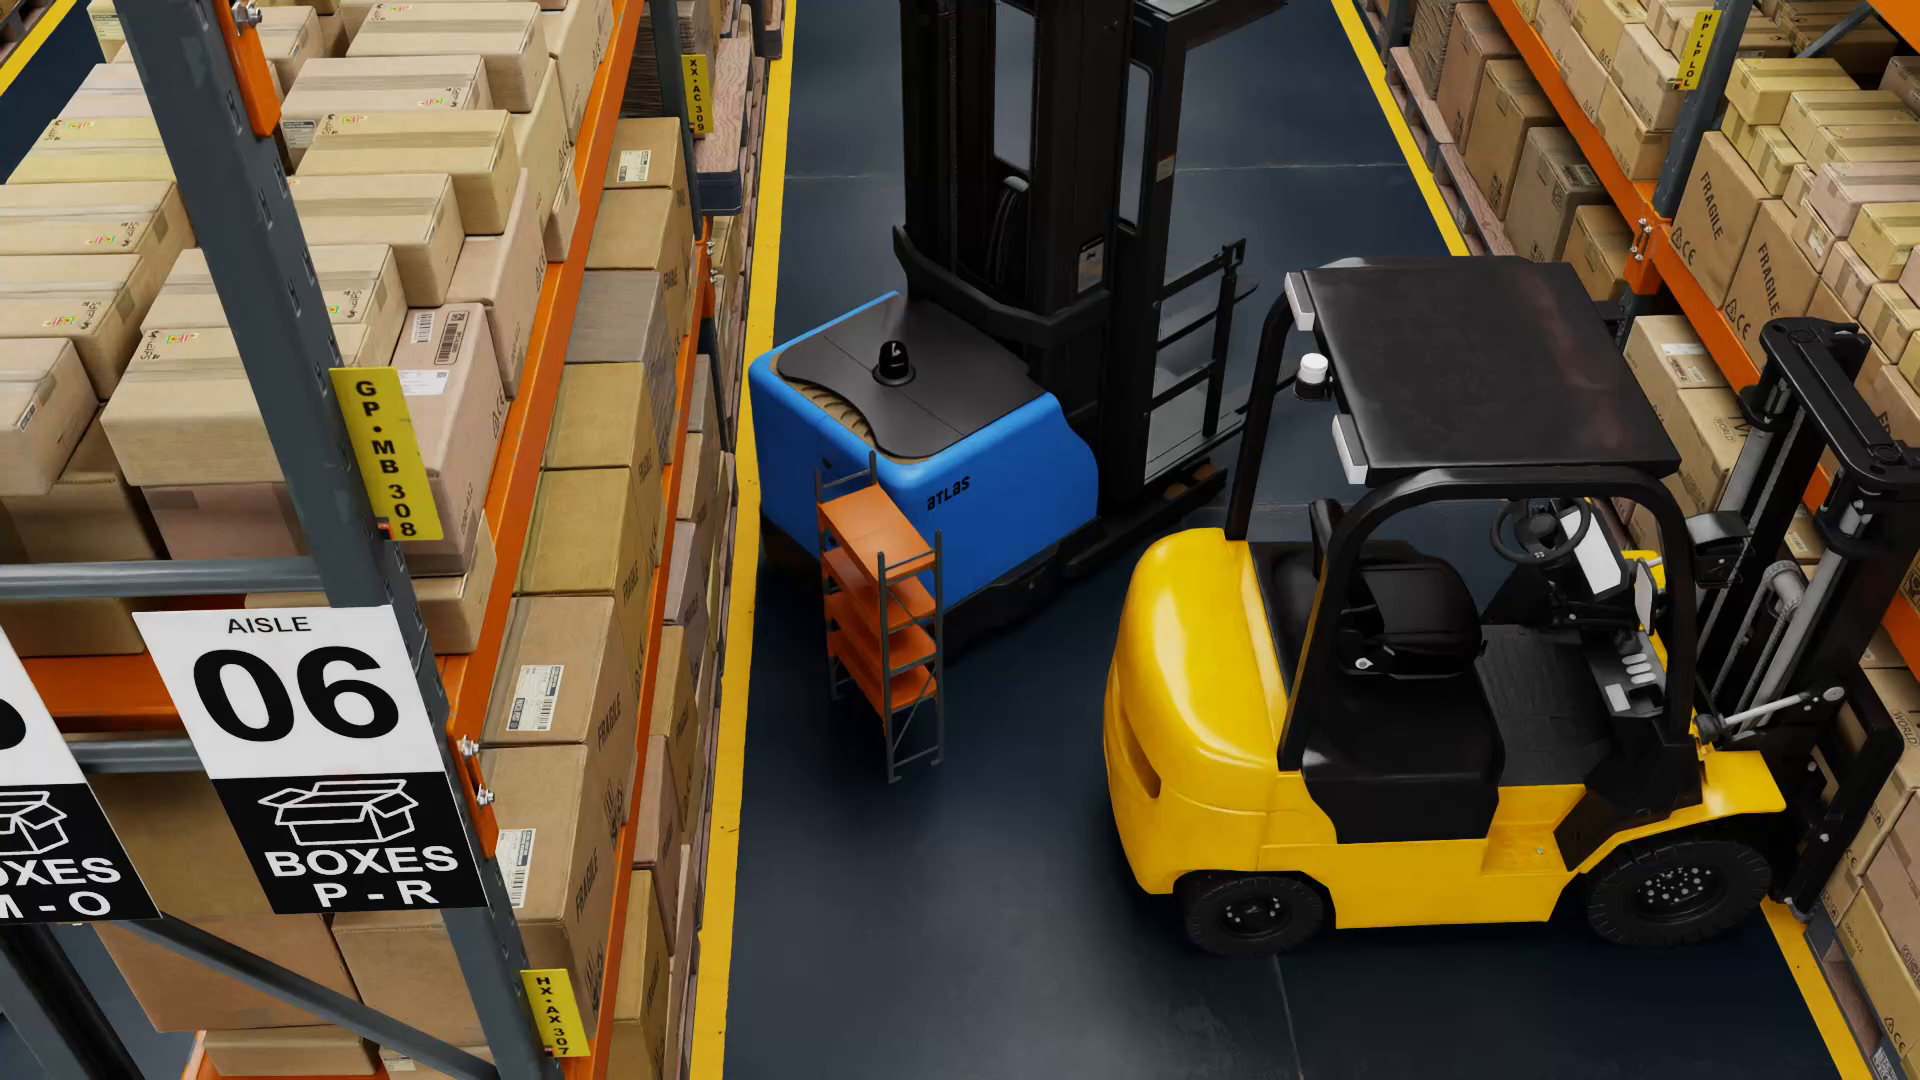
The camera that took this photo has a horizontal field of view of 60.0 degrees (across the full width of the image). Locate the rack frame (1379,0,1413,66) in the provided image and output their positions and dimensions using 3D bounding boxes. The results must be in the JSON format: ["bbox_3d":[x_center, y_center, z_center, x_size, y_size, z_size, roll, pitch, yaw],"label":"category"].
[{"bbox_3d":[3.234,-4.223,9.787,1.000,3.000,0.127,-2,43,-2],"label":"rack frame"}]

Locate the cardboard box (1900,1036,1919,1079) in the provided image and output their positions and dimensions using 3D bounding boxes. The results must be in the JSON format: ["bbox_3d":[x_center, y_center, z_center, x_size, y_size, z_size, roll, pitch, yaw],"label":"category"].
[{"bbox_3d":[3.238,1.728,5.018,0.500,0.250,0.500,-1,43,-1],"label":"cardboard box"}]

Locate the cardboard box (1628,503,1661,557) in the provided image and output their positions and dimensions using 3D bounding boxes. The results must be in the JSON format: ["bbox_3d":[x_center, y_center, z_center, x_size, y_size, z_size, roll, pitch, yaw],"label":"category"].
[{"bbox_3d":[3.130,0.014,6.888,0.500,0.250,0.500,-3,43,-3],"label":"cardboard box"}]

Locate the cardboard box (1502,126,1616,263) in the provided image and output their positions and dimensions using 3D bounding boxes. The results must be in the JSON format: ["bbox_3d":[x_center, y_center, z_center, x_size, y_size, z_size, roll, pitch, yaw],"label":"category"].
[{"bbox_3d":[3.345,-1.678,8.457,0.875,0.625,0.625,-2,43,-2],"label":"cardboard box"}]

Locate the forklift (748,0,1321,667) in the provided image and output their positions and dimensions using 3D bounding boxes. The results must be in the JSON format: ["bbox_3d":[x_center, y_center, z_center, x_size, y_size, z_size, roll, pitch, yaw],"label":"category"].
[{"bbox_3d":[0.580,-1.413,6.772,3.031,2.935,1.130,-31,51,-29],"label":"forklift"}]

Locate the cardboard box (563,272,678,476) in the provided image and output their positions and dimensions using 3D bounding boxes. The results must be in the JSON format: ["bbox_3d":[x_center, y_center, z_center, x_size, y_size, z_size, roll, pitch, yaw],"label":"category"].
[{"bbox_3d":[-1.233,-0.534,5.468,0.500,0.500,0.500,-1,43,-1],"label":"cardboard box"}]

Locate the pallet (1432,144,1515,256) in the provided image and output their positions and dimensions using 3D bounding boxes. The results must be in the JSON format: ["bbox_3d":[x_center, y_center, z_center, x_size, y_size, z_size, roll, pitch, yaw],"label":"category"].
[{"bbox_3d":[3.279,-1.817,9.225,1.003,0.211,1.213,-2,43,-2],"label":"pallet"}]

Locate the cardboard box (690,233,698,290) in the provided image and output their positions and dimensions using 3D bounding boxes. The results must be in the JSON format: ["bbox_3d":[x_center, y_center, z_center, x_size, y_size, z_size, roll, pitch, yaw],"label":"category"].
[{"bbox_3d":[-1.237,-1.077,6.541,0.380,0.149,0.250,-2,43,-2],"label":"cardboard box"}]

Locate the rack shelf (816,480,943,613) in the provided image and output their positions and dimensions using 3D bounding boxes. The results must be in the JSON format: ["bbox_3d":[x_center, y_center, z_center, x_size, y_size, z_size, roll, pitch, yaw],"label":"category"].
[{"bbox_3d":[-0.290,0.016,5.913,0.258,0.148,0.480,-21,46,-21],"label":"rack shelf"}]

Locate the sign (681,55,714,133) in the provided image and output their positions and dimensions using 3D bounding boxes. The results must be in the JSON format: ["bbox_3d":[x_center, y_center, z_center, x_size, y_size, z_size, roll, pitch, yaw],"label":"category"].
[{"bbox_3d":[-1.014,-1.718,6.413,0.100,0.325,0.005,-2,43,-2],"label":"sign"}]

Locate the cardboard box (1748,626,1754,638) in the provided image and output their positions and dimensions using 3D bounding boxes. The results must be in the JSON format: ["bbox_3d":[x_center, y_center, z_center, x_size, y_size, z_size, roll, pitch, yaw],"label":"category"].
[{"bbox_3d":[3.170,0.508,5.980,0.500,0.250,0.500,-2,43,-2],"label":"cardboard box"}]

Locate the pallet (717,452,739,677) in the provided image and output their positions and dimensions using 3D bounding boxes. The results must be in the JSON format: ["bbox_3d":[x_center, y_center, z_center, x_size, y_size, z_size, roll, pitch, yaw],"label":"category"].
[{"bbox_3d":[-1.491,0.103,7.132,1.003,0.211,1.213,-2,43,-2],"label":"pallet"}]

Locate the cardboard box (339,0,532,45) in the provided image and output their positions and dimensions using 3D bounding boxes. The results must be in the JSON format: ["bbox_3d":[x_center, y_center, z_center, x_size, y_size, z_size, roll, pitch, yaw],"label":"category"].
[{"bbox_3d":[-1.230,-1.259,3.929,0.380,0.149,0.250,-1,43,-1],"label":"cardboard box"}]

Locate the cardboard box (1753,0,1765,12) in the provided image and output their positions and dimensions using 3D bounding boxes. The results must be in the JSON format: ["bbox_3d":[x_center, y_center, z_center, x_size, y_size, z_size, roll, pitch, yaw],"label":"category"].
[{"bbox_3d":[3.634,-2.394,7.237,0.380,0.149,0.250,-2,43,-2],"label":"cardboard box"}]

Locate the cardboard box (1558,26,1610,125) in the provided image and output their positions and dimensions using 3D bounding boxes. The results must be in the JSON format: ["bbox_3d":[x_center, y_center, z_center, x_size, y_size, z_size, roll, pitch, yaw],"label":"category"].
[{"bbox_3d":[3.094,-2.139,7.625,0.500,0.250,0.500,-2,43,-2],"label":"cardboard box"}]

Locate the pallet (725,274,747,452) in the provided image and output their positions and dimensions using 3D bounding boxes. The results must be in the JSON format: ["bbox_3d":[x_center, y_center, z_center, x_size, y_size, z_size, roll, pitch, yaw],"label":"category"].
[{"bbox_3d":[-1.590,-0.875,8.199,1.003,0.211,1.213,-2,43,-2],"label":"pallet"}]

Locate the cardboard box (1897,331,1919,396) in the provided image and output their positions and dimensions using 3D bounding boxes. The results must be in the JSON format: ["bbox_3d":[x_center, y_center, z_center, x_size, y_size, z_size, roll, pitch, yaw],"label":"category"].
[{"bbox_3d":[3.200,-0.532,5.206,0.380,0.149,0.250,-2,43,-3],"label":"cardboard box"}]

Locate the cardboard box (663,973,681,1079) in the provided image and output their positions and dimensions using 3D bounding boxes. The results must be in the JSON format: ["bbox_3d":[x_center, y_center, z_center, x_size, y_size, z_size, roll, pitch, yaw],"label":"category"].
[{"bbox_3d":[-1.143,1.629,5.127,0.500,0.250,0.500,-2,43,-2],"label":"cardboard box"}]

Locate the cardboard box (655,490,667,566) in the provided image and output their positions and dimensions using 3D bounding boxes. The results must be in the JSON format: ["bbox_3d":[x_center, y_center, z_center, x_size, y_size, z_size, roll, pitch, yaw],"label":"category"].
[{"bbox_3d":[-1.163,-0.045,5.415,0.380,0.149,0.250,-1,43,-1],"label":"cardboard box"}]

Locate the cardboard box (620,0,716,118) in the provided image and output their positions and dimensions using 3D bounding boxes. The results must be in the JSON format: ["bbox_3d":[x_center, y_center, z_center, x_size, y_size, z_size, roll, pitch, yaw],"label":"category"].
[{"bbox_3d":[-1.289,-2.004,6.761,0.500,0.500,0.500,-1,43,-1],"label":"cardboard box"}]

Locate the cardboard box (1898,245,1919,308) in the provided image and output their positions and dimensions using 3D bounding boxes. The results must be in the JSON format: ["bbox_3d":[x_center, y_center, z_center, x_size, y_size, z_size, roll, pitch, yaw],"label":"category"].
[{"bbox_3d":[3.255,-0.817,5.297,0.380,0.149,0.250,-2,43,-2],"label":"cardboard box"}]

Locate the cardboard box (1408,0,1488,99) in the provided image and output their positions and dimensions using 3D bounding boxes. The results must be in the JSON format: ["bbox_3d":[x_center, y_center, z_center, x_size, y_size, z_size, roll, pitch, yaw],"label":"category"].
[{"bbox_3d":[3.247,-3.081,9.988,0.875,0.625,0.625,0,43,0],"label":"cardboard box"}]

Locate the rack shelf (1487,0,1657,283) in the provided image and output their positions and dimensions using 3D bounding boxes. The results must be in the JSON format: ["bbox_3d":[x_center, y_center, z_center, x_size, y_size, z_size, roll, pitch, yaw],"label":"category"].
[{"bbox_3d":[3.319,-2.608,8.557,1.077,0.370,4.000,-2,43,-2],"label":"rack shelf"}]

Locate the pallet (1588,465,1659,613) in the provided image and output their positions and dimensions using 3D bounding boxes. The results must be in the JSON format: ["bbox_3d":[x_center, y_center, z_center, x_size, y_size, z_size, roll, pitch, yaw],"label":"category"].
[{"bbox_3d":[3.396,0.043,7.196,1.003,0.211,1.213,-2,43,-2],"label":"pallet"}]

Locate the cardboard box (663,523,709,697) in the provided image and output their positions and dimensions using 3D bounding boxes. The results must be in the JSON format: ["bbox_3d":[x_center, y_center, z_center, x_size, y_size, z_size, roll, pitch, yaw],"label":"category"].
[{"bbox_3d":[-1.216,0.284,6.039,0.500,0.500,0.500,0,43,0],"label":"cardboard box"}]

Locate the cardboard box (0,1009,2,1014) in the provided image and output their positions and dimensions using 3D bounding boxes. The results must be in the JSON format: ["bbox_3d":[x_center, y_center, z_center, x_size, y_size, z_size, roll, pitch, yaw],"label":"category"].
[{"bbox_3d":[-3.459,1.547,5.602,0.380,0.149,0.250,19,46,20],"label":"cardboard box"}]

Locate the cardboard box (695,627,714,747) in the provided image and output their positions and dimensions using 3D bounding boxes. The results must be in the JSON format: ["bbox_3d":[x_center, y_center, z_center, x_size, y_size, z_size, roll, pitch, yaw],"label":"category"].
[{"bbox_3d":[-1.212,0.575,6.277,0.500,0.250,0.500,-1,43,-1],"label":"cardboard box"}]

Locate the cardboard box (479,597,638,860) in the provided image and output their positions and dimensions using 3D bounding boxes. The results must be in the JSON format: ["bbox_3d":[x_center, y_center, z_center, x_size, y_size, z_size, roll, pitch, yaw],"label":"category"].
[{"bbox_3d":[-1.154,0.499,4.342,0.500,0.500,0.500,0,43,0],"label":"cardboard box"}]

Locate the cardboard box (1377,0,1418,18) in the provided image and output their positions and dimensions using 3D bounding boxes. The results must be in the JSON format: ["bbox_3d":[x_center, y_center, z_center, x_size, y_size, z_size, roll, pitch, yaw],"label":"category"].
[{"bbox_3d":[3.001,-3.736,10.795,0.500,0.500,0.500,-1,43,-1],"label":"cardboard box"}]

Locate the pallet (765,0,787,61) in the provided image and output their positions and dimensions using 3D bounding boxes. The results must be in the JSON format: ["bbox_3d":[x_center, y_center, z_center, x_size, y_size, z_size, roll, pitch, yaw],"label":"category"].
[{"bbox_3d":[-1.683,-3.585,11.154,1.003,0.211,1.213,-2,43,-2],"label":"pallet"}]

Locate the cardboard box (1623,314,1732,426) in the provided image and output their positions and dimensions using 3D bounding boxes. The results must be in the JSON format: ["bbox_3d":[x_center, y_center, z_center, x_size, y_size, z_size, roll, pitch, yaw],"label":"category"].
[{"bbox_3d":[3.111,-0.697,6.924,0.500,0.250,0.500,-2,43,-2],"label":"cardboard box"}]

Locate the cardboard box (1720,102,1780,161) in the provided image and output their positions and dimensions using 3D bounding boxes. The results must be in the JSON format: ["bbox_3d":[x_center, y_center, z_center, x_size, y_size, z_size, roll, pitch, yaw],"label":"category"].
[{"bbox_3d":[3.155,-1.576,6.345,0.380,0.149,0.250,-2,43,-2],"label":"cardboard box"}]

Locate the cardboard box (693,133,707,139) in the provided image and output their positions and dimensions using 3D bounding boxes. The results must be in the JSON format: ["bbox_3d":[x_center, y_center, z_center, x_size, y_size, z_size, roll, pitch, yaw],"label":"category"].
[{"bbox_3d":[-1.263,-1.822,7.043,0.380,0.149,0.250,-1,43,-1],"label":"cardboard box"}]

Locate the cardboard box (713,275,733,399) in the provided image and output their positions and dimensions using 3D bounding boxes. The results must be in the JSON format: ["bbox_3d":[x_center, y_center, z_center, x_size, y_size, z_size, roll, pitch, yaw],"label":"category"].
[{"bbox_3d":[-1.580,-0.918,7.815,0.950,0.372,0.625,-1,43,-1],"label":"cardboard box"}]

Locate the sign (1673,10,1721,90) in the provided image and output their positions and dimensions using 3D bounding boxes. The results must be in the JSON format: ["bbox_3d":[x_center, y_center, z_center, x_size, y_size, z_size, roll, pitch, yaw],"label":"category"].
[{"bbox_3d":[2.862,-1.898,6.452,0.100,0.325,0.005,-2,43,-2],"label":"sign"}]

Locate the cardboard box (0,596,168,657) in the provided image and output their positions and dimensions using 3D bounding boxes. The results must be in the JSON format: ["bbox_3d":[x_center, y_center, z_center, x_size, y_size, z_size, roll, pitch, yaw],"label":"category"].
[{"bbox_3d":[-1.680,0.077,3.062,0.380,0.149,0.250,-1,43,-2],"label":"cardboard box"}]

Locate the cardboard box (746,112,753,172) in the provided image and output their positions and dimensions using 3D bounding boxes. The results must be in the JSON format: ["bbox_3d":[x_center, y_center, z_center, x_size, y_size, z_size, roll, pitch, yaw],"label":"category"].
[{"bbox_3d":[-1.672,-2.385,9.415,0.950,0.372,0.625,-2,43,-3],"label":"cardboard box"}]

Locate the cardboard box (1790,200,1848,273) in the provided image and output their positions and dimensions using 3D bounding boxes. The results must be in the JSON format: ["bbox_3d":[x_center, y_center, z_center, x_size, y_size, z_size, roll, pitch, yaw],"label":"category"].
[{"bbox_3d":[3.142,-1.057,5.779,0.380,0.149,0.250,-1,43,-1],"label":"cardboard box"}]

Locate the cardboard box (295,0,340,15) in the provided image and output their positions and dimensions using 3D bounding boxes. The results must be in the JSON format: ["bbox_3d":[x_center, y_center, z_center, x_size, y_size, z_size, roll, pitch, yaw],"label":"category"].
[{"bbox_3d":[-1.719,-1.416,4.100,0.380,0.149,0.250,-1,43,-1],"label":"cardboard box"}]

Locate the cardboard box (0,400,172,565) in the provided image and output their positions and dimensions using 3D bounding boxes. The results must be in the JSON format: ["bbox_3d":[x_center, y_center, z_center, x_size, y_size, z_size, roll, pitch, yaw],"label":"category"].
[{"bbox_3d":[-1.676,-0.175,3.042,0.500,0.250,0.500,-2,43,-2],"label":"cardboard box"}]

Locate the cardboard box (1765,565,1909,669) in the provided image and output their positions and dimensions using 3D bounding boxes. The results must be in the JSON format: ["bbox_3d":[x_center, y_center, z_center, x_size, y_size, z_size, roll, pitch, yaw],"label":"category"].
[{"bbox_3d":[3.170,0.339,5.794,0.500,0.250,0.500,-2,43,-3],"label":"cardboard box"}]

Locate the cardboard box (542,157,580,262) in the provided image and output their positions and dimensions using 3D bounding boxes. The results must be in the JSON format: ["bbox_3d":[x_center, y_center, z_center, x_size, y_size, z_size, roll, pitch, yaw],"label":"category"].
[{"bbox_3d":[-1.134,-0.796,4.014,0.380,0.149,0.250,-1,43,-1],"label":"cardboard box"}]

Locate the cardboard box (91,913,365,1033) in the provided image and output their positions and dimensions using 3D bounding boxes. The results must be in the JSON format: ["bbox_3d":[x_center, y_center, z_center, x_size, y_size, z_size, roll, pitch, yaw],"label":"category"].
[{"bbox_3d":[-1.684,0.818,3.994,0.500,0.500,0.500,-2,43,-3],"label":"cardboard box"}]

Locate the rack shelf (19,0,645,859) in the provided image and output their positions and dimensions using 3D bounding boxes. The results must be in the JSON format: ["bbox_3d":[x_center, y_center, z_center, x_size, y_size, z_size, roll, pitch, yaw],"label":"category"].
[{"bbox_3d":[-1.470,-0.868,4.439,1.077,0.370,4.000,-2,43,-2],"label":"rack shelf"}]

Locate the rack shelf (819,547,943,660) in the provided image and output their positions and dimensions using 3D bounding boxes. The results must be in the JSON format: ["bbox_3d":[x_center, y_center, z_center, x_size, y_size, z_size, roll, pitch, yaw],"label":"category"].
[{"bbox_3d":[-0.290,0.190,6.073,0.258,0.148,0.480,-21,46,-21],"label":"rack shelf"}]

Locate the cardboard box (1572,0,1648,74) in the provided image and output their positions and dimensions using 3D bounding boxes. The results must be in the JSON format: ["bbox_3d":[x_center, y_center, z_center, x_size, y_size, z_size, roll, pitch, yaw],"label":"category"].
[{"bbox_3d":[3.098,-2.323,7.455,0.500,0.250,0.500,-3,43,-3],"label":"cardboard box"}]

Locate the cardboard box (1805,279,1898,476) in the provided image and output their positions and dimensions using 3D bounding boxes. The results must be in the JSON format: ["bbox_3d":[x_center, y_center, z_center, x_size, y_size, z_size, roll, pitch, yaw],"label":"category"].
[{"bbox_3d":[3.223,-0.560,5.716,0.500,0.500,0.500,-2,43,-2],"label":"cardboard box"}]

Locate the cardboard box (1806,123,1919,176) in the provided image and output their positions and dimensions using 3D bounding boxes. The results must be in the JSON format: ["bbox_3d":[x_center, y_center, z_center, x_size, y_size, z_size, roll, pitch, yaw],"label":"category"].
[{"bbox_3d":[3.242,-1.339,5.866,0.380,0.149,0.250,-2,43,-3],"label":"cardboard box"}]

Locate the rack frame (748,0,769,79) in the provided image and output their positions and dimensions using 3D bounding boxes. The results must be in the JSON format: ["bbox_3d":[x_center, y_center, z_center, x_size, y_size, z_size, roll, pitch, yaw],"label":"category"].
[{"bbox_3d":[-1.725,-4.078,9.629,1.000,3.000,0.127,-2,43,-2],"label":"rack frame"}]

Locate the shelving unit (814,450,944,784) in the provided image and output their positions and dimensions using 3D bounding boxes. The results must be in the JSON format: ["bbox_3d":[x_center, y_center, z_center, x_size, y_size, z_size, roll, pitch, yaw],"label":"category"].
[{"bbox_3d":[-0.290,0.306,6.178,0.258,1.200,0.503,-21,46,-21],"label":"shelving unit"}]

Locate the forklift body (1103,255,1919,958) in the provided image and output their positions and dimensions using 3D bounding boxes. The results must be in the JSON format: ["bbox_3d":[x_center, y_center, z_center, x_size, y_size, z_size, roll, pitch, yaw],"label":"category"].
[{"bbox_3d":[1.670,0.263,5.521,2.313,2.155,1.214,-2,43,-2],"label":"forklift body"}]

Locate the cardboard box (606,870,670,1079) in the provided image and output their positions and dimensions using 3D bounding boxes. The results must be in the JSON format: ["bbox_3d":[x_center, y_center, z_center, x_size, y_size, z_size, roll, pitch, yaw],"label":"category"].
[{"bbox_3d":[-1.145,1.336,4.891,0.500,0.500,0.500,-3,43,-3],"label":"cardboard box"}]

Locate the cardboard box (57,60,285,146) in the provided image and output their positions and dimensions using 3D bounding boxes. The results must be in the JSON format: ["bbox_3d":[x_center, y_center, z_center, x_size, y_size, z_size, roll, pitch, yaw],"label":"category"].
[{"bbox_3d":[-1.659,-0.889,3.526,0.380,0.149,0.250,-2,43,-2],"label":"cardboard box"}]

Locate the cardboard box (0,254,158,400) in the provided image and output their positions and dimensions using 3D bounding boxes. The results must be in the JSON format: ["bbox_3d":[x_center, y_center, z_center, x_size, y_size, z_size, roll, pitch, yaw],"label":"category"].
[{"bbox_3d":[-1.667,-0.380,2.970,0.380,0.149,0.250,-1,43,-1],"label":"cardboard box"}]

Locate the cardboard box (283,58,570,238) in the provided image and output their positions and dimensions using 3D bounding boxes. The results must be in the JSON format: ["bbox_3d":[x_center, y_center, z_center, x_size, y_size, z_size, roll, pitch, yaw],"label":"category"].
[{"bbox_3d":[-1.199,-0.873,3.803,0.500,0.250,0.500,0,43,-1],"label":"cardboard box"}]

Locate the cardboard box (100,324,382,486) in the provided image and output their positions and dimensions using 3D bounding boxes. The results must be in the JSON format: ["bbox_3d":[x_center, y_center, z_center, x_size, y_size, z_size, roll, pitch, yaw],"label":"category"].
[{"bbox_3d":[-1.197,-0.230,2.807,0.380,0.149,0.250,-2,43,-2],"label":"cardboard box"}]

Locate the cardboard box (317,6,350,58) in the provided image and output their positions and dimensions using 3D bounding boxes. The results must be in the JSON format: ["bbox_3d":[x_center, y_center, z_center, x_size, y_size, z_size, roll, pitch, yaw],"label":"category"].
[{"bbox_3d":[-1.747,-1.206,4.166,0.500,0.250,0.500,-1,43,-1],"label":"cardboard box"}]

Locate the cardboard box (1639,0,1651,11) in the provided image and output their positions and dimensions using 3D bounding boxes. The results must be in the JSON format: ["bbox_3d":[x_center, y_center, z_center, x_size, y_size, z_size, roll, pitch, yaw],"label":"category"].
[{"bbox_3d":[3.181,-2.363,7.204,0.380,0.149,0.250,-2,43,-2],"label":"cardboard box"}]

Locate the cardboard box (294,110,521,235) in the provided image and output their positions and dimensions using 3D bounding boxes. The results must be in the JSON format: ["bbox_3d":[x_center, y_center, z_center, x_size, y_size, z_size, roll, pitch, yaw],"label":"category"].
[{"bbox_3d":[-1.109,-0.742,3.365,0.380,0.149,0.250,-2,43,-2],"label":"cardboard box"}]
